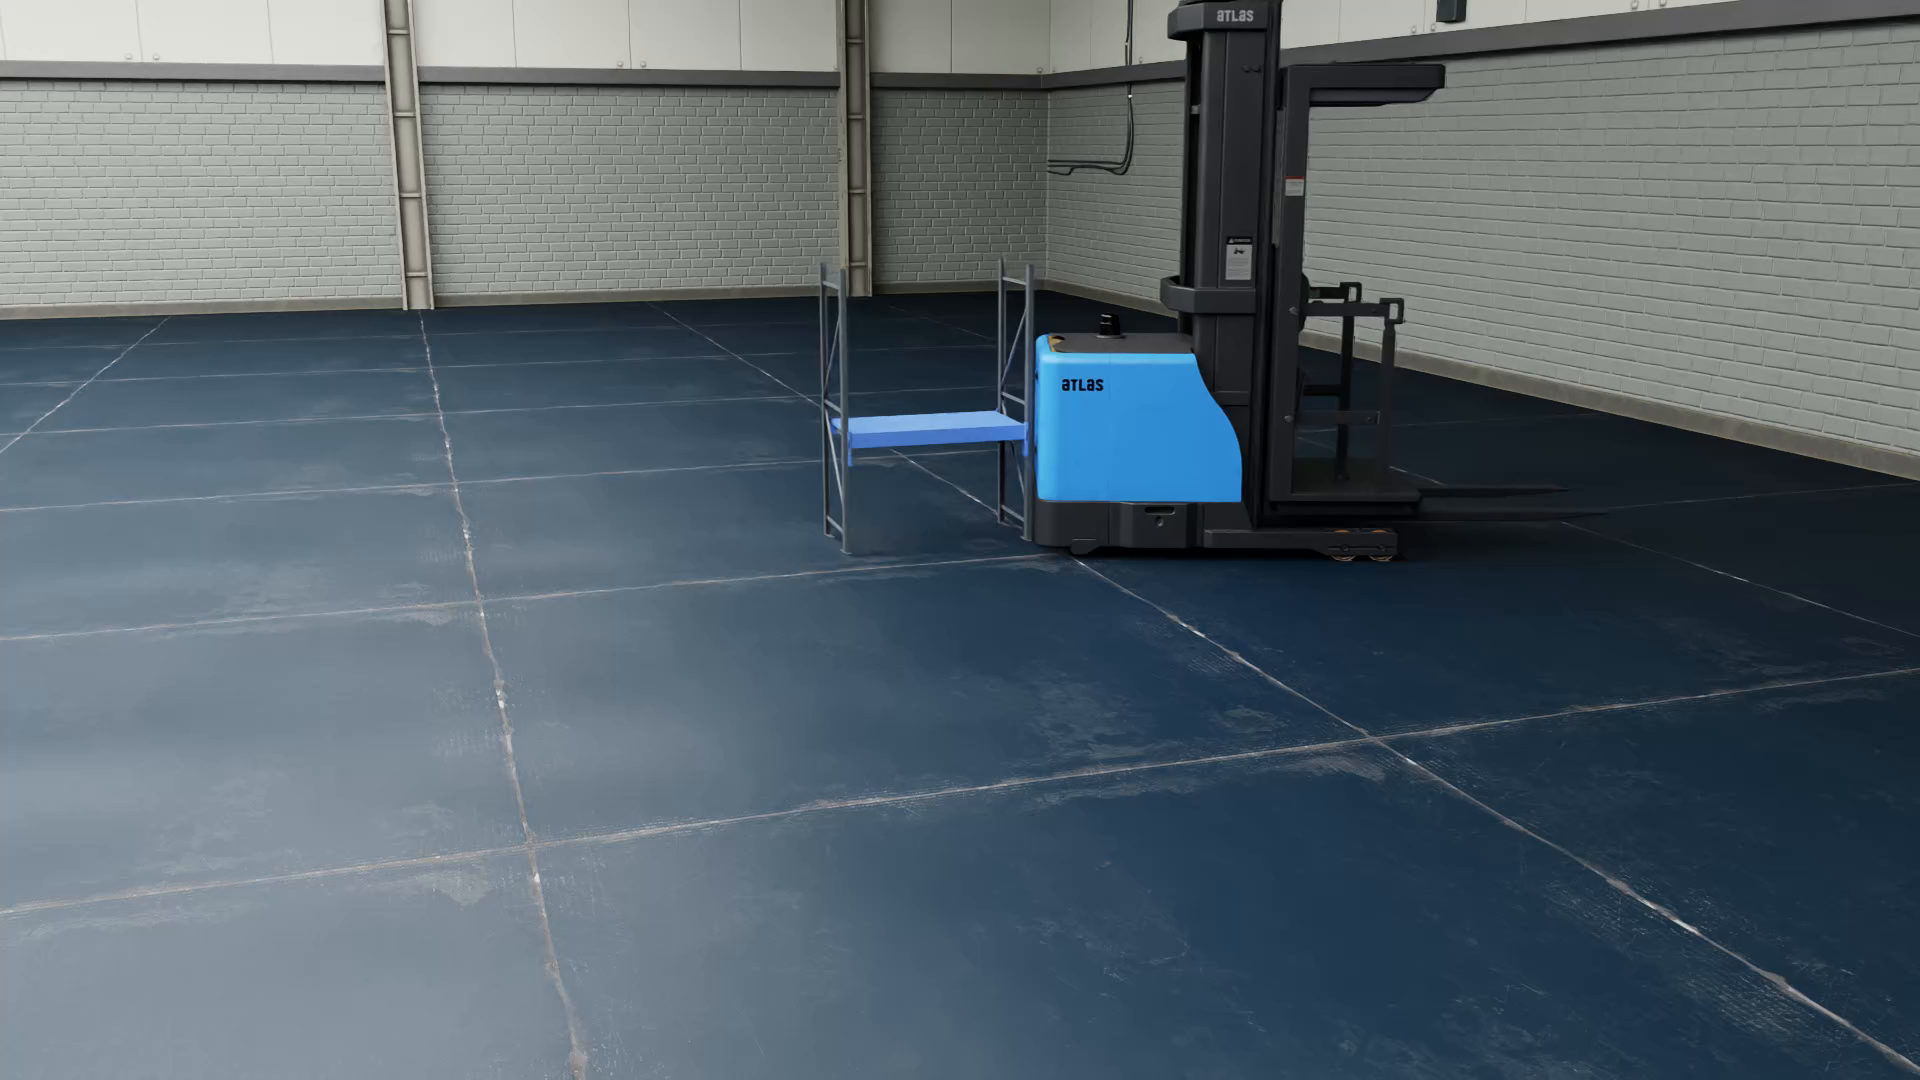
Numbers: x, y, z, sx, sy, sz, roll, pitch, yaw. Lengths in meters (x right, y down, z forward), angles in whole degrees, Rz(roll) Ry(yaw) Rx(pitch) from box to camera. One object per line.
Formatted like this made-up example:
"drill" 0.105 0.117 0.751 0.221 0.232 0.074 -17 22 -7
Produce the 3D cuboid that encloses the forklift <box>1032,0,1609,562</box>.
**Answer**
"forklift" 1.922 -1.437 8.850 3.031 2.935 1.130 0 13 1

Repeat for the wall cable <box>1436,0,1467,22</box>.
"wall cable" 4.737 -7.389 13.411 0.169 6.003 2.305 -4 14 -18

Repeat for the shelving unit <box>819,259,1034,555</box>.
"shelving unit" -0.183 -0.740 9.013 1.048 1.500 0.538 -4 14 -17

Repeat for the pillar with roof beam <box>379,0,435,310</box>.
"pillar with roof beam" -5.803 -6.503 17.037 0.400 9.000 9.100 -4 14 -18

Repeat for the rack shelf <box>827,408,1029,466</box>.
"rack shelf" -0.183 -0.565 9.055 1.000 0.185 0.538 -4 14 -17

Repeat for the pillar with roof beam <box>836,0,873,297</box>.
"pillar with roof beam" -0.116 -6.946 18.898 0.400 9.000 9.100 -4 14 -18

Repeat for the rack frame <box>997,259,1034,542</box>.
"rack frame" 0.303 -0.775 9.159 0.032 1.500 0.500 -4 14 -17

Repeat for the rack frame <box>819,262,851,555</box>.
"rack frame" -0.669 -0.705 8.867 0.032 1.500 0.500 -4 14 -17

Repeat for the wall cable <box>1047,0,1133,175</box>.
"wall cable" 1.725 -6.307 22.922 0.112 2.526 3.097 -4 14 -18
